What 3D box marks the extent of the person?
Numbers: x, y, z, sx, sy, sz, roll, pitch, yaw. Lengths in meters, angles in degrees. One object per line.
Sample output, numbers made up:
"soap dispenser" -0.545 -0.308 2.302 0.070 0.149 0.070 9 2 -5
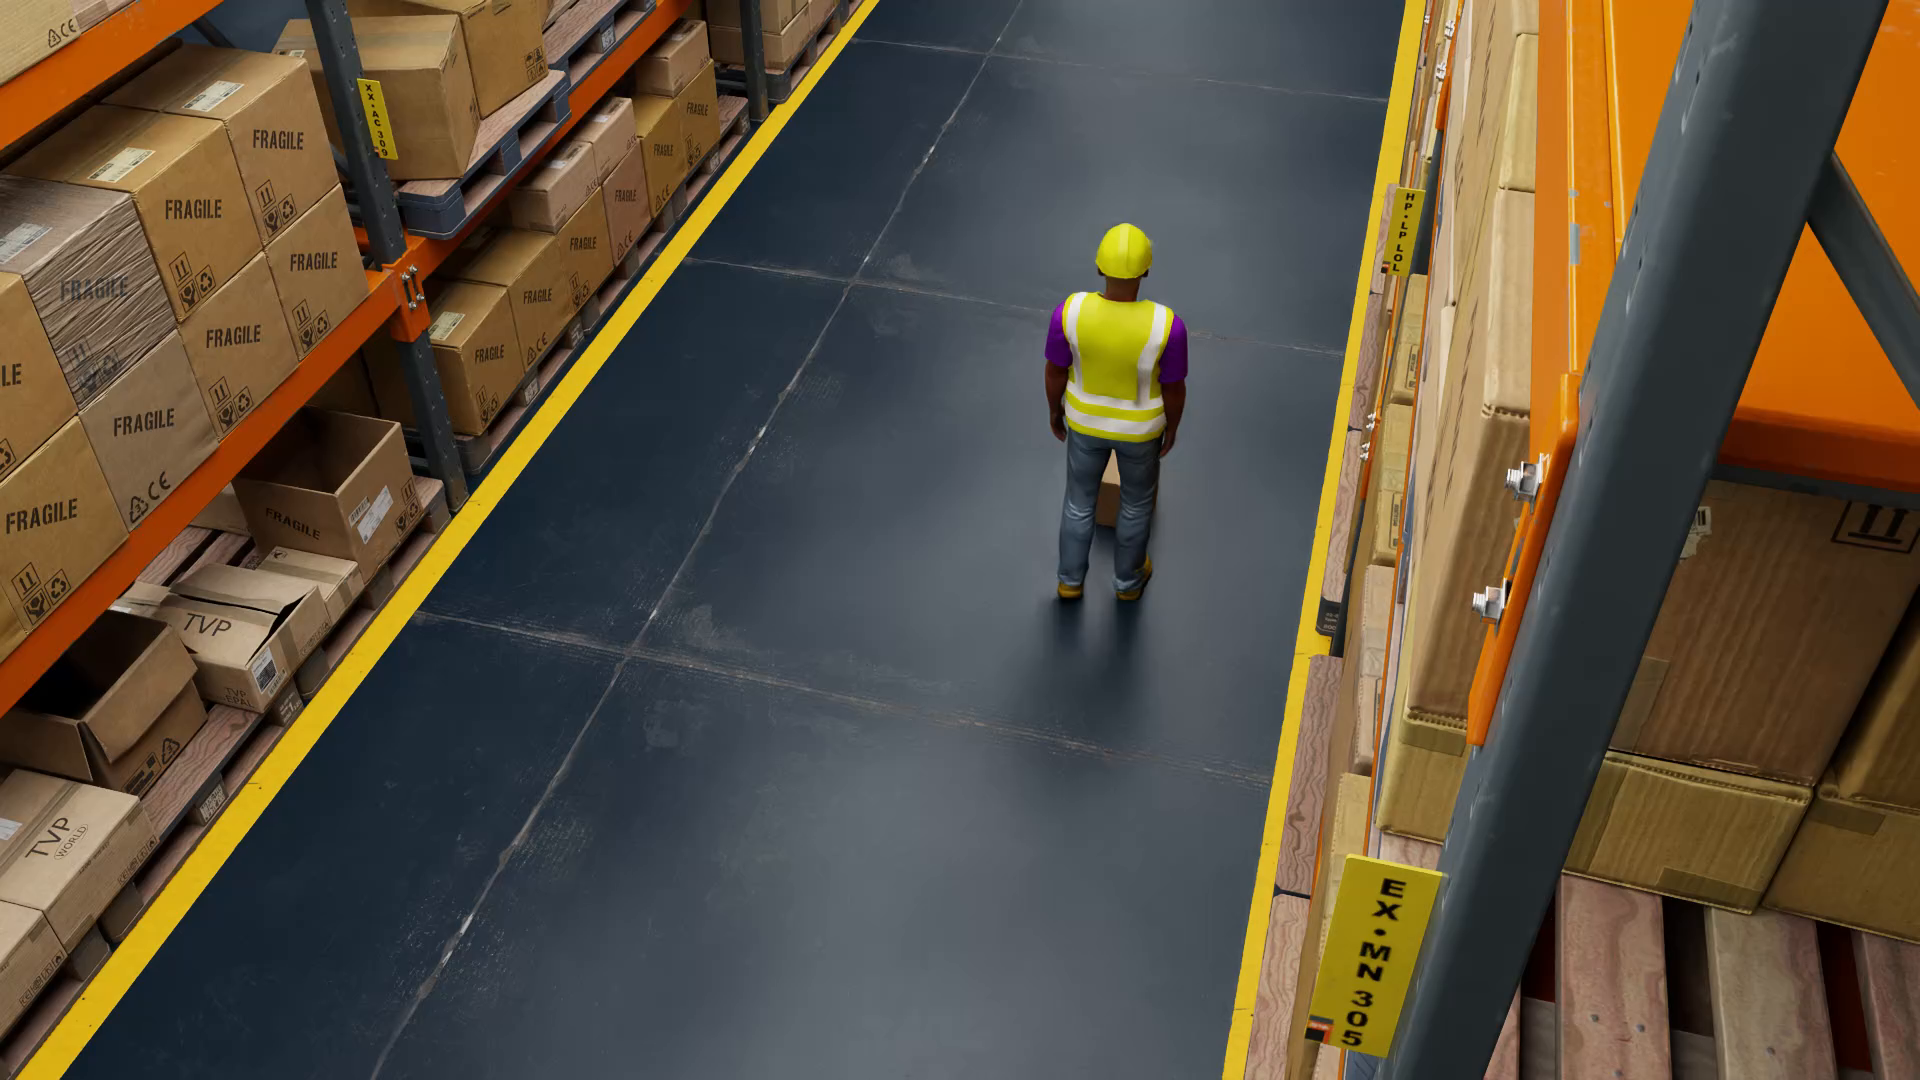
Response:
"person" 0.622 -0.477 6.733 0.563 1.811 0.378 11 42 12
